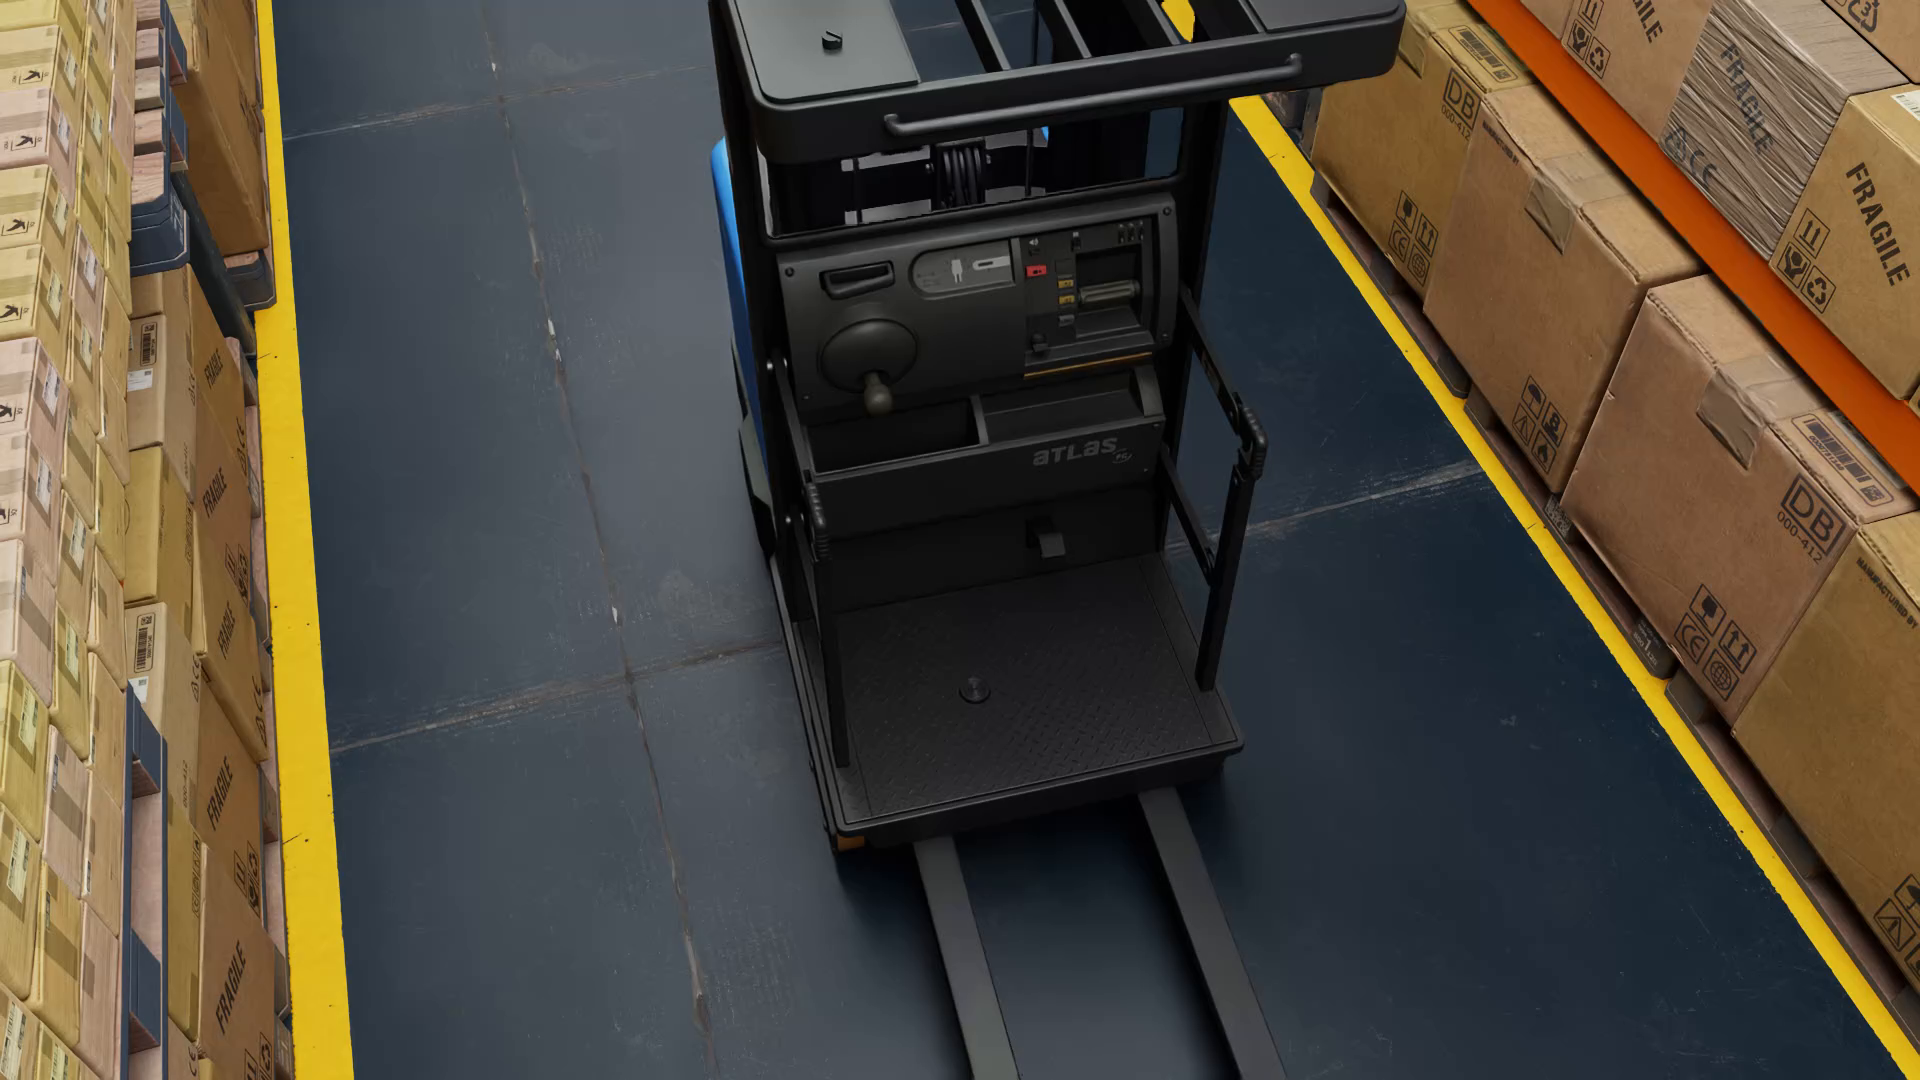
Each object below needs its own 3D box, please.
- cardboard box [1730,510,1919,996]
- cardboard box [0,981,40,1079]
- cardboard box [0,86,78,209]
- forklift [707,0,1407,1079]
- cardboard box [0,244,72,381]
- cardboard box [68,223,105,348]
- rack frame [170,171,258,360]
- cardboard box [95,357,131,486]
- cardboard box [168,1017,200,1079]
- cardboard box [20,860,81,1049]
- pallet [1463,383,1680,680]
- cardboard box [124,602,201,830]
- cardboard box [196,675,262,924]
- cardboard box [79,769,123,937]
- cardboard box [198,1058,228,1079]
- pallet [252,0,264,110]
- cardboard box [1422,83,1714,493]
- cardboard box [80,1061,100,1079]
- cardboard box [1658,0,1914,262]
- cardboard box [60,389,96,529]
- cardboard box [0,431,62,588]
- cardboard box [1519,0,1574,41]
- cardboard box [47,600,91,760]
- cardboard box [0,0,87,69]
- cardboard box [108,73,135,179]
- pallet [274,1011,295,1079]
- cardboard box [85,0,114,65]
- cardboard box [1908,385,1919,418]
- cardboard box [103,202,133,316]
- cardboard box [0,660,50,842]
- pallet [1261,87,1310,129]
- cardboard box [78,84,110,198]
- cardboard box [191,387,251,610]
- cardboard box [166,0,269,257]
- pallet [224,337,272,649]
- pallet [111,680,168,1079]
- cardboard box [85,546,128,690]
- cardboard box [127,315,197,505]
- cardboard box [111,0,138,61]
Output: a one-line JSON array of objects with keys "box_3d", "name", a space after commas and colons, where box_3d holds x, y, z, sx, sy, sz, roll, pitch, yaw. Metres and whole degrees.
[{"box_3d": [2.802, 0.425, 4.045, 1.225, 0.875, 0.875, -13, 51, -11], "name": "cardboard box"}, {"box_3d": [-1.435, 0.749, 2.158, 0.380, 0.149, 0.250, -11, 51, -9], "name": "cardboard box"}, {"box_3d": [-2.060, -0.780, 3.446, 0.380, 0.149, 0.250, -13, 51, -11], "name": "cardboard box"}, {"box_3d": [0.108, -0.434, 3.699, 1.130, 2.935, 3.031, -11, 51, -9], "name": "forklift"}, {"box_3d": [-1.901, -0.392, 3.119, 0.380, 0.149, 0.250, -12, 51, -10], "name": "cardboard box"}, {"box_3d": [-1.976, -0.486, 3.393, 0.380, 0.149, 0.250, -12, 51, -10], "name": "cardboard box"}, {"box_3d": [-2.940, -1.535, 4.582, 1.000, 3.000, 0.127, -13, 51, -11], "name": "rack frame"}, {"box_3d": [-1.897, -0.197, 3.344, 0.380, 0.149, 0.250, -15, 52, -13], "name": "cardboard box"}, {"box_3d": [-1.724, 1.216, 3.133, 0.500, 0.250, 0.500, -15, 52, -13], "name": "cardboard box"}, {"box_3d": [-1.513, 0.656, 2.430, 0.380, 0.149, 0.250, -14, 51, -12], "name": "cardboard box"}, {"box_3d": [2.346, -0.202, 5.282, 1.003, 0.211, 1.213, -13, 51, -11], "name": "pallet"}, {"box_3d": [-2.030, 0.454, 3.775, 0.500, 0.250, 0.500, -12, 51, -10], "name": "cardboard box"}, {"box_3d": [-2.048, 0.692, 4.065, 0.500, 0.500, 0.500, -13, 51, -10], "name": "cardboard box"}, {"box_3d": [-1.592, 0.556, 2.709, 0.380, 0.149, 0.250, -13, 51, -11], "name": "cardboard box"}, {"box_3d": [-1.723, 1.457, 3.420, 0.500, 0.500, 0.500, -12, 51, -10], "name": "cardboard box"}, {"box_3d": [-3.459, -2.119, 6.898, 1.003, 0.211, 1.213, -13, 51, -11], "name": "pallet"}, {"box_3d": [2.268, -0.872, 5.138, 1.225, 0.875, 0.875, -13, 51, -11], "name": "cardboard box"}, {"box_3d": [-1.435, 0.940, 2.385, 0.380, 0.149, 0.250, -16, 52, -13], "name": "cardboard box"}, {"box_3d": [2.167, -1.083, 4.136, 0.500, 0.500, 0.500, -13, 51, -11], "name": "cardboard box"}, {"box_3d": [-1.827, -0.113, 3.078, 0.380, 0.149, 0.250, -14, 51, -12], "name": "cardboard box"}, {"box_3d": [-1.744, -0.011, 2.798, 0.380, 0.149, 0.250, -14, 51, -11], "name": "cardboard box"}, {"box_3d": [1.866, -1.822, 4.759, 0.500, 0.500, 0.500, -15, 51, -12], "name": "cardboard box"}, {"box_3d": [-1.667, 0.277, 2.749, 0.380, 0.149, 0.250, -15, 52, -13], "name": "cardboard box"}, {"box_3d": [-2.208, -1.152, 3.759, 0.380, 0.149, 0.250, -12, 51, -10], "name": "cardboard box"}, {"box_3d": [-2.207, -0.964, 3.990, 0.380, 0.149, 0.250, -13, 51, -10], "name": "cardboard box"}, {"box_3d": [-1.989, 1.717, 3.664, 1.003, 0.211, 1.213, -13, 51, -11], "name": "pallet"}, {"box_3d": [-2.279, -1.233, 4.022, 0.380, 0.149, 0.250, -12, 51, -10], "name": "cardboard box"}, {"box_3d": [2.472, -0.336, 3.506, 0.500, 0.500, 0.500, -12, 51, -10], "name": "cardboard box"}, {"box_3d": [-2.056, -0.584, 3.670, 0.380, 0.149, 0.250, -15, 52, -13], "name": "cardboard box"}, {"box_3d": [-1.596, 0.359, 2.486, 0.380, 0.149, 0.250, -13, 51, -11], "name": "cardboard box"}, {"box_3d": [1.598, -2.255, 7.013, 1.003, 0.211, 1.213, -13, 51, -11], "name": "pallet"}, {"box_3d": [-2.125, -0.858, 3.707, 0.380, 0.149, 0.250, -13, 51, -11], "name": "cardboard box"}, {"box_3d": [-2.346, -0.063, 4.702, 0.500, 0.500, 0.500, -11, 51, -10], "name": "cardboard box"}, {"box_3d": [-3.034, -1.410, 5.674, 1.050, 0.750, 0.750, -14, 51, -11], "name": "cardboard box"}, {"box_3d": [-2.711, -0.065, 5.167, 1.003, 0.211, 1.213, -13, 51, -11], "name": "pallet"}, {"box_3d": [-1.844, 0.857, 2.691, 1.003, 0.211, 1.213, -13, 51, -11], "name": "pallet"}, {"box_3d": [-1.741, 0.186, 3.021, 0.380, 0.149, 0.250, -15, 52, -13], "name": "cardboard box"}, {"box_3d": [-2.328, -0.300, 4.411, 0.500, 0.250, 0.500, -13, 51, -10], "name": "cardboard box"}, {"box_3d": [-2.355, -1.333, 4.302, 0.380, 0.149, 0.250, -13, 51, -10], "name": "cardboard box"}]
